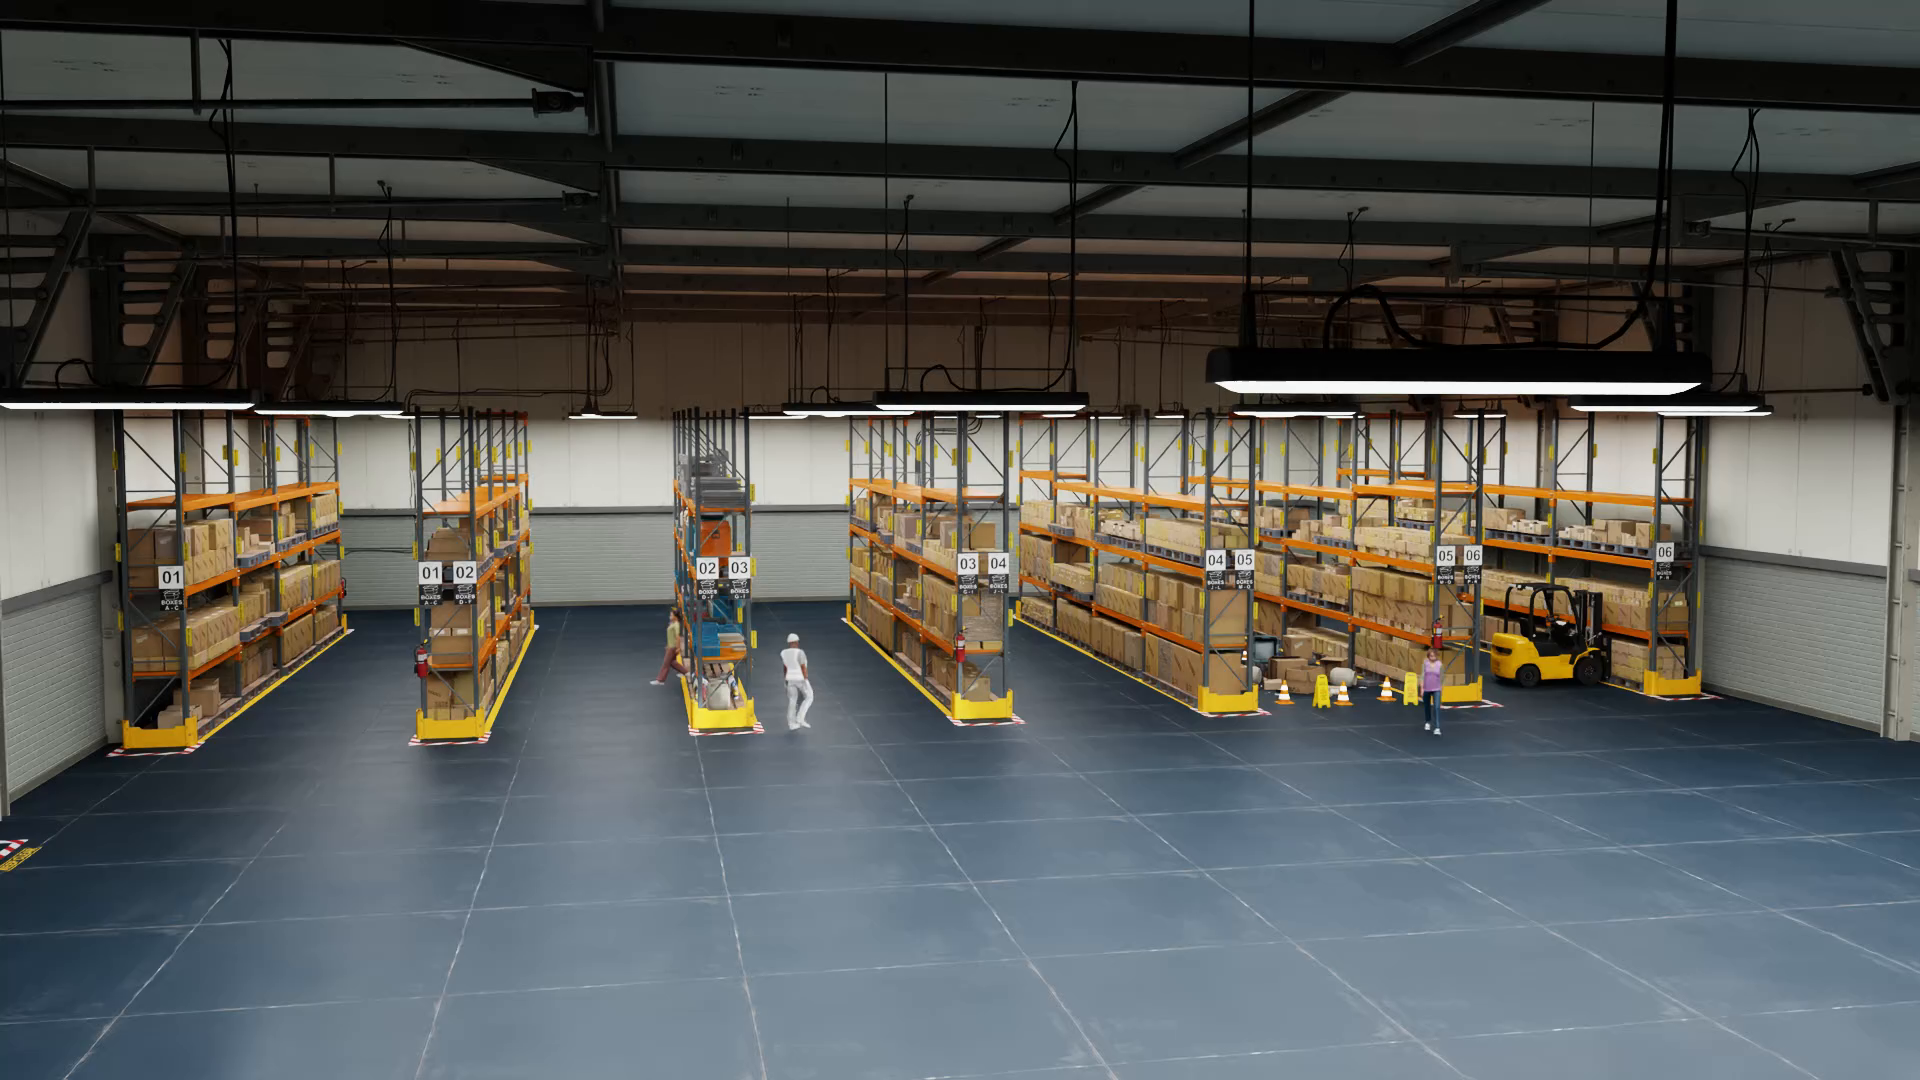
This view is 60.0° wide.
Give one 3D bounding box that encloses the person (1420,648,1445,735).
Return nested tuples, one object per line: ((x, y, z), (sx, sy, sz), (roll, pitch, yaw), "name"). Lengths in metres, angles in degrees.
((8.673, 2.765, 30.532), (0.425, 1.561, 0.818), (2, 4, 24), "person")

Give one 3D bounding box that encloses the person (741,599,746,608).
((-6.659, 1.248, 50.364), (0.537, 1.758, 0.606), (3, 5, 36), "person")

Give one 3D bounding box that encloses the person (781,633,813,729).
((-3.056, 2.621, 31.003), (0.665, 1.761, 0.448), (2, 5, 30), "person")

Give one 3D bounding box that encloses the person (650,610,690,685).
((-6.266, 2.318, 35.978), (0.874, 1.634, 0.465), (-1, 4, -8), "person")
